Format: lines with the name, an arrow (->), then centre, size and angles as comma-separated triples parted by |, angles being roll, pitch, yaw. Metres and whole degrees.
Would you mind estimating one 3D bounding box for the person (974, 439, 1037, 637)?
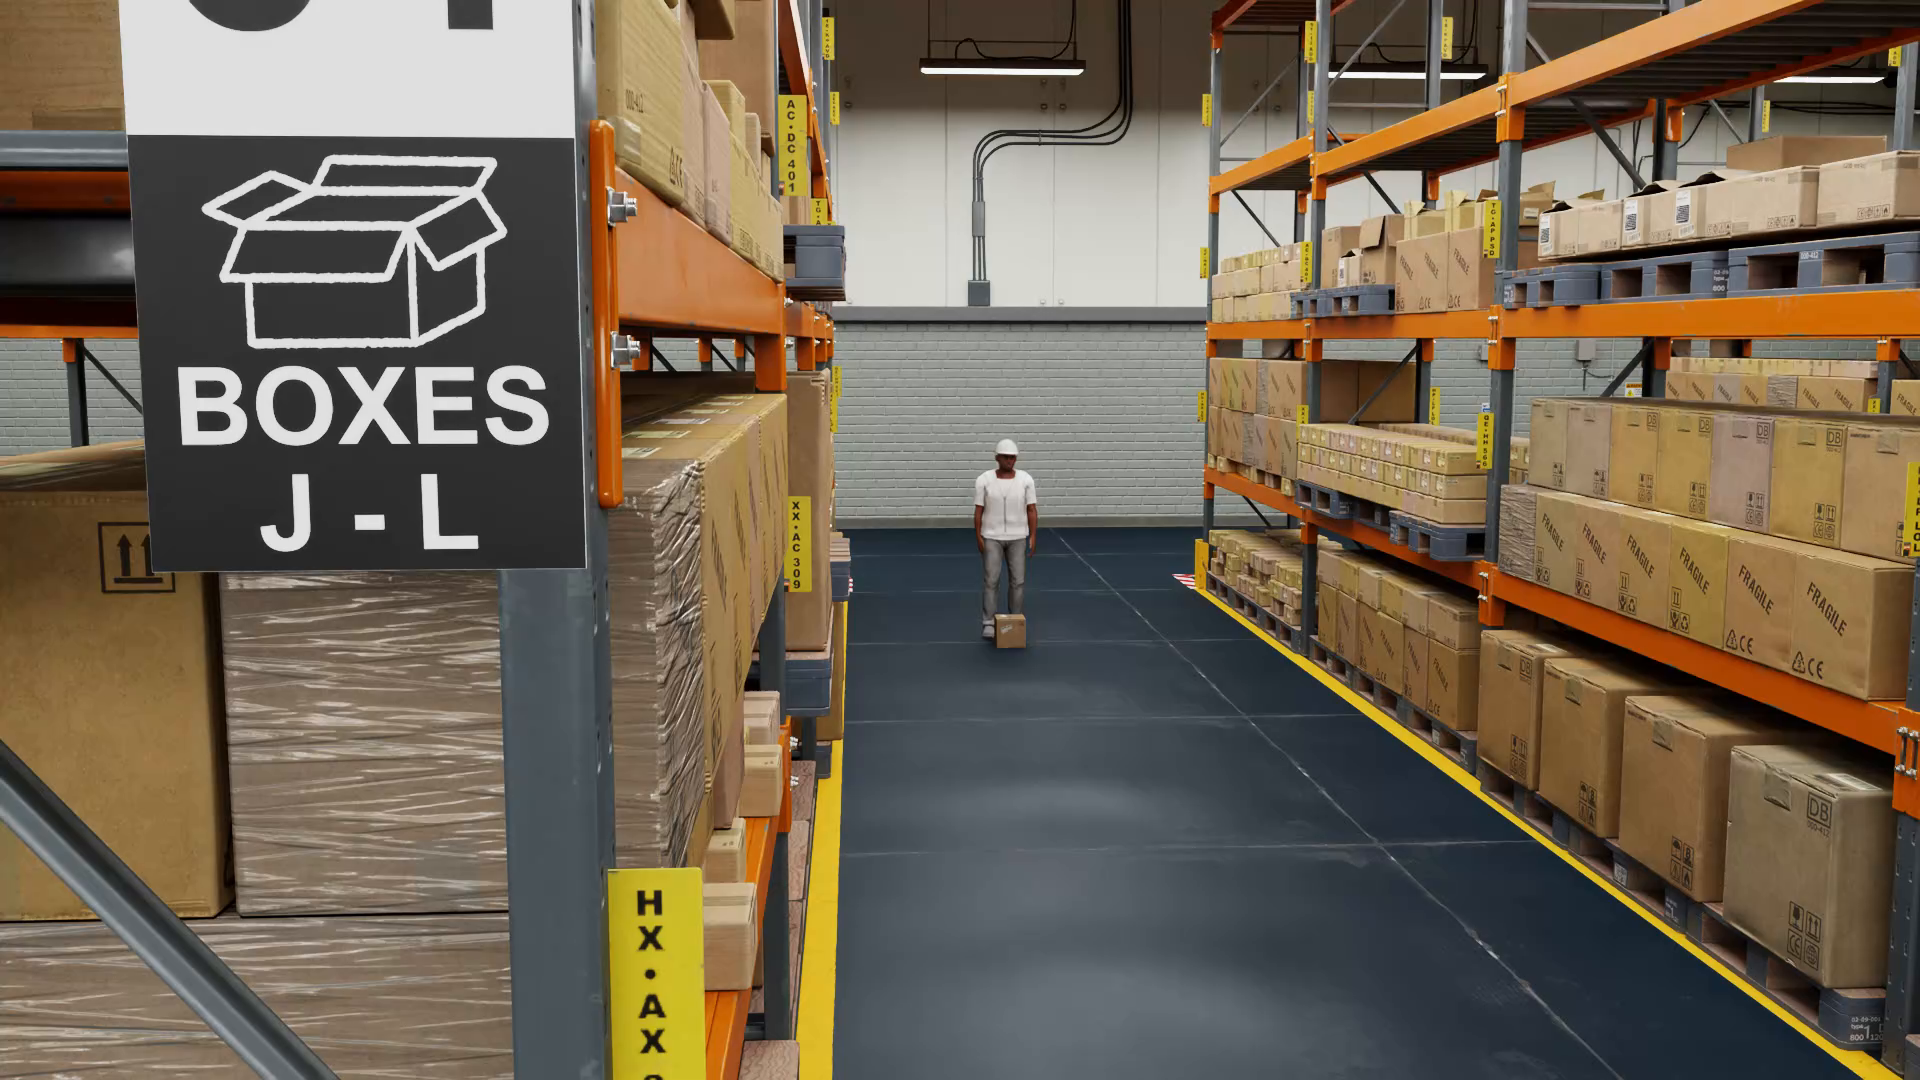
person -> 0.408, -0.017, 14.806 | 0.564, 1.764, 0.362 | 0, 7, -2
